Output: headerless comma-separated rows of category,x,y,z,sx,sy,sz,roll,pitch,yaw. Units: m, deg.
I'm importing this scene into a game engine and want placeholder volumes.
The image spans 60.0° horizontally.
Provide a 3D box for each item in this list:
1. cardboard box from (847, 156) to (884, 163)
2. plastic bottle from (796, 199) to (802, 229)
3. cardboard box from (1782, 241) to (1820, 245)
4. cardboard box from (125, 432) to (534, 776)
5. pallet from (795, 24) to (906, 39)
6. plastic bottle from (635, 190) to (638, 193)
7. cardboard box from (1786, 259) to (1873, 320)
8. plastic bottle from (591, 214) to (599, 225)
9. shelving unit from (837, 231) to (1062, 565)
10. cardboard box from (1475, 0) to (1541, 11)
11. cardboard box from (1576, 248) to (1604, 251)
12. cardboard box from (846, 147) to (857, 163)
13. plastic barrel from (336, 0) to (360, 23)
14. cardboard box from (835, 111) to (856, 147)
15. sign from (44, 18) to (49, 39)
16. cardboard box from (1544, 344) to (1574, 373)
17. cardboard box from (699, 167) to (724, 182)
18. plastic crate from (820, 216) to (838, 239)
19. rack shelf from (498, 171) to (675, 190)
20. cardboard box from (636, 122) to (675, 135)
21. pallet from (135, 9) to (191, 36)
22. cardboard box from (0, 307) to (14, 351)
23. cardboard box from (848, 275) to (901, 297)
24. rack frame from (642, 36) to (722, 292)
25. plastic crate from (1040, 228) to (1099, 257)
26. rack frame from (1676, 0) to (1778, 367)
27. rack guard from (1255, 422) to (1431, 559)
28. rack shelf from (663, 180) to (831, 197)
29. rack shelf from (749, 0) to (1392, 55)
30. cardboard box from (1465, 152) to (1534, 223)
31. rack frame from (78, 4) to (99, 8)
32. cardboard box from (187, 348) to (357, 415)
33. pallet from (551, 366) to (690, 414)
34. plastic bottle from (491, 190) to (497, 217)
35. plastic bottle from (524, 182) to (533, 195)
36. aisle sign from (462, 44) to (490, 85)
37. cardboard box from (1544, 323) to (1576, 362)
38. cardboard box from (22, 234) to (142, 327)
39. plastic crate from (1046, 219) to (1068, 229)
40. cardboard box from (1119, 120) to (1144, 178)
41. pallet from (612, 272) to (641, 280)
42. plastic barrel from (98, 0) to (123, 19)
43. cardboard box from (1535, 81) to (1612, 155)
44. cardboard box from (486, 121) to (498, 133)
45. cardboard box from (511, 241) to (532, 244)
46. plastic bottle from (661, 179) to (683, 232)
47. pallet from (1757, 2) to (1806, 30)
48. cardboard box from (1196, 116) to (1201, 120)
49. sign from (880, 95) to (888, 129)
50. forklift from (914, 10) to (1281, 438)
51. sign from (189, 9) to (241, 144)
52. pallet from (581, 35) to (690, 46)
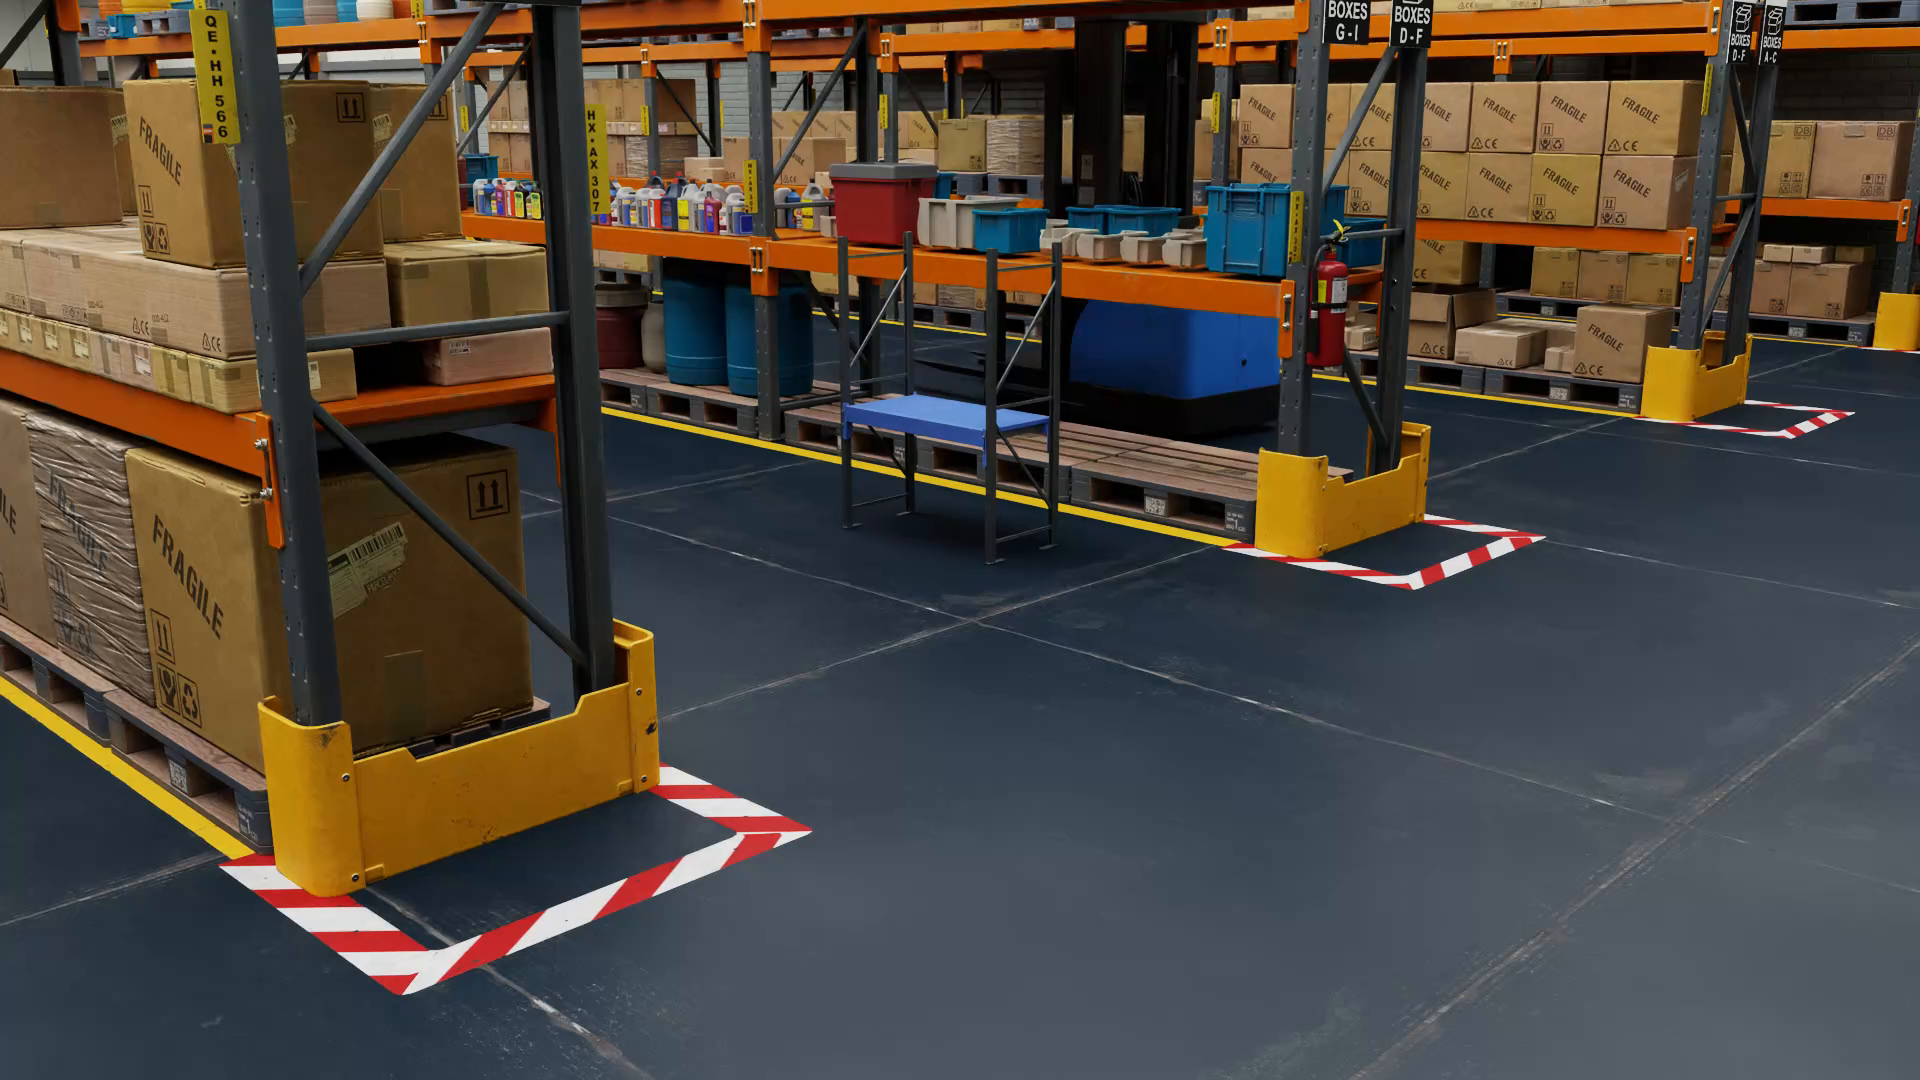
cardboard box,-0.884,-3.937,17.771,0.500,0.311,0.500,13,20,42
plastic bottle,-1.095,-2.276,11.612,0.097,0.201,0.097,0,15,0
cardboard box,8.111,-2.803,16.080,0.250,0.149,0.380,14,20,42
cardboard box,-2.010,0.136,5.341,0.875,0.875,0.875,14,20,42
pallet,-0.925,-5.251,17.063,1.213,0.211,1.003,-13,20,-42
plastic bottle,-2.501,-2.618,12.924,0.097,0.201,0.097,0,15,0
cardboard box,8.247,-2.386,15.767,0.500,0.500,0.700,14,20,42
plastic bottle,-2.617,-2.461,12.025,0.185,0.351,0.144,14,20,42
shelving unit,-0.061,-0.741,8.300,1.048,1.500,0.538,14,20,42
cardboard box,4.110,-3.984,12.123,0.500,0.250,0.500,14,20,42
cardboard box,6.528,-3.053,17.040,0.380,0.149,0.250,-14,20,-42
cardboard box,-1.458,-5.615,24.292,0.500,0.250,0.500,14,20,43
plastic barrel,-5.236,-5.006,14.752,0.708,0.901,0.600,14,20,42
cardboard box,-1.466,-5.982,24.214,0.500,0.500,0.500,-14,20,-42
sign,-9.959,-5.647,18.190,0.005,0.325,0.100,14,20,42
cardboard box,4.593,-1.368,12.481,0.250,0.166,0.380,14,20,42
cardboard box,-2.758,-4.175,19.005,0.250,0.149,0.380,14,20,42
plastic crate,-0.700,-1.984,10.503,0.243,0.136,0.396,14,20,42
rack shelf,-4.694,-4.491,21.145,4.000,0.370,1.077,14,20,42
cardboard box,-3.598,-4.860,19.650,0.250,0.149,0.380,14,20,42
pallet,-7.282,-5.059,16.325,1.003,0.211,1.213,14,20,42
cardboard box,-3.268,-0.785,5.994,0.250,0.149,0.380,13,19,41
cardboard box,-0.922,-2.709,17.501,0.500,0.250,0.500,-14,20,-43
rack frame,-3.254,-4.489,19.711,0.127,3.000,1.000,14,20,42
plastic crate,0.589,-1.648,9.210,0.250,0.136,0.298,14,20,42
rack frame,5.385,-2.389,11.651,0.127,3.000,1.000,14,20,42
rack guard,1.970,-0.279,8.511,0.348,0.500,1.175,14,20,42
rack shelf,-1.814,-3.791,18.458,4.000,0.370,1.077,14,20,42
rack shelf,0.504,-2.944,9.258,4.000,0.370,1.077,14,20,42
cardboard box,4.142,-2.645,12.434,0.500,0.500,0.500,14,20,43
rack frame,-9.574,-7.194,18.193,0.127,3.000,1.000,14,20,42
cardboard box,-1.979,-0.472,4.794,0.380,0.149,0.250,-14,20,-43
pallet,-2.345,-1.197,12.608,1.213,0.211,1.003,14,20,42
plastic bottle,-3.594,-2.618,12.923,0.097,0.201,0.097,0,15,0
plastic bottle,-3.288,-2.598,12.711,0.097,0.271,0.097,0,15,0
aisle sign,-6.393,-6.403,21.900,0.004,0.787,0.394,14,20,42
cardboard box,4.830,-1.505,12.840,0.500,0.250,0.500,14,20,42
cardboard box,-2.758,-0.877,5.557,0.500,0.250,0.500,13,19,40
plastic crate,0.527,-1.842,9.955,0.466,0.136,0.293,14,20,42
cardboard box,1.780,-3.573,15.163,0.700,0.500,0.500,-11,18,-35
pallet,-4.680,-3.500,21.445,1.213,0.211,1.003,14,20,42
plastic barrel,-9.136,-6.091,18.226,0.708,0.830,0.600,14,20,42
cardboard box,4.509,-3.037,11.958,0.500,0.500,0.500,-14,20,-43
cardboard box,-6.000,-5.443,21.889,0.250,0.149,0.380,13,20,42
cardboard box,-5.539,-3.840,21.843,0.500,0.250,0.500,14,20,42
plastic bottle,-1.958,-2.300,11.409,0.185,0.351,0.144,14,20,42
pallet,7.397,-5.039,16.047,1.213,0.211,1.003,14,20,42
cardboard box,2.716,-5.030,20.718,0.500,0.500,0.700,11,18,36
sign,-0.757,-4.248,16.489,0.005,0.325,0.100,14,20,42
forklift,0.843,-2.384,11.770,1.130,2.935,3.031,-12,19,-39
sign,-1.881,-1.170,4.208,0.005,0.325,0.100,14,20,42
pallet,-3.886,-6.042,19.899,1.213,0.211,1.003,14,20,42
